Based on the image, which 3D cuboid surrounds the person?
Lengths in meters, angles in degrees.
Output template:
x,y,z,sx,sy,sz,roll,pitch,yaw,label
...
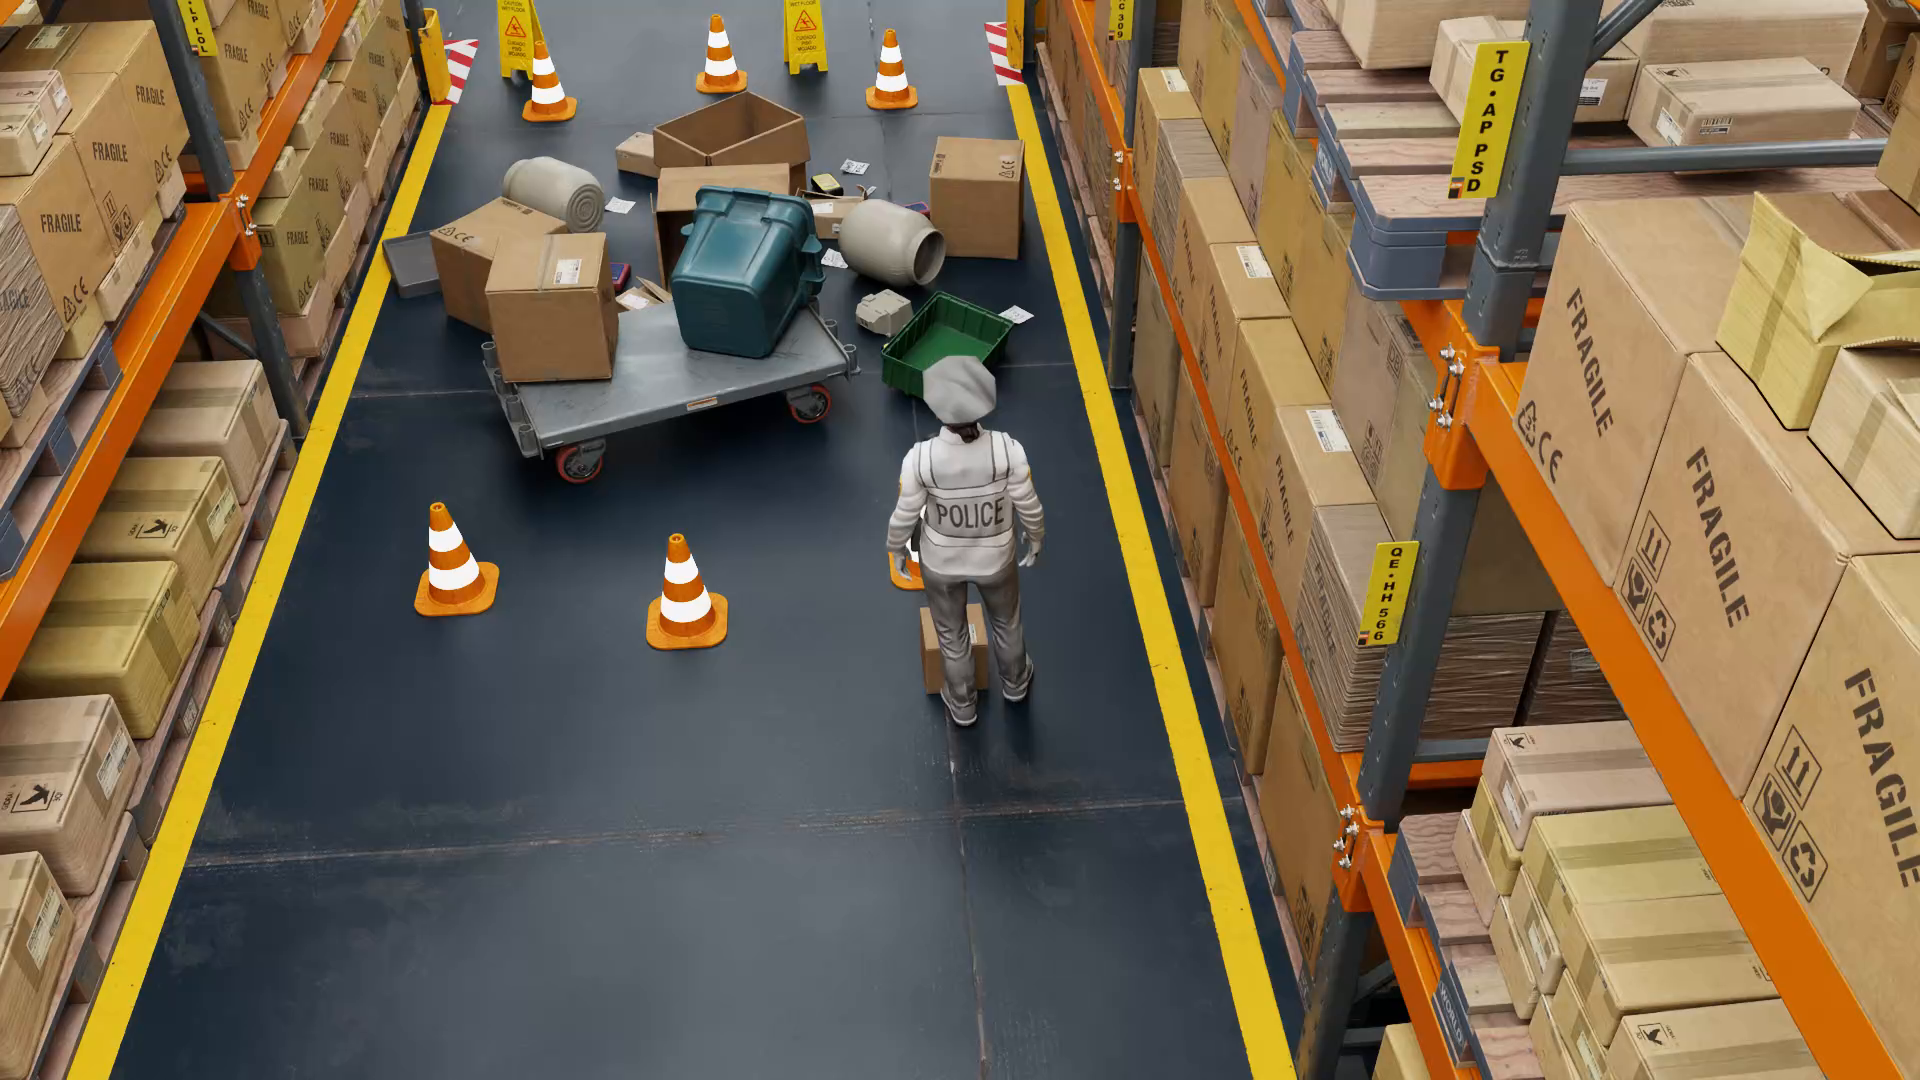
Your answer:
x,y,z,sx,sy,sz,roll,pitch,yaw,label
0.021,0.004,6.109,0.588,1.696,0.532,-3,39,-4,person
